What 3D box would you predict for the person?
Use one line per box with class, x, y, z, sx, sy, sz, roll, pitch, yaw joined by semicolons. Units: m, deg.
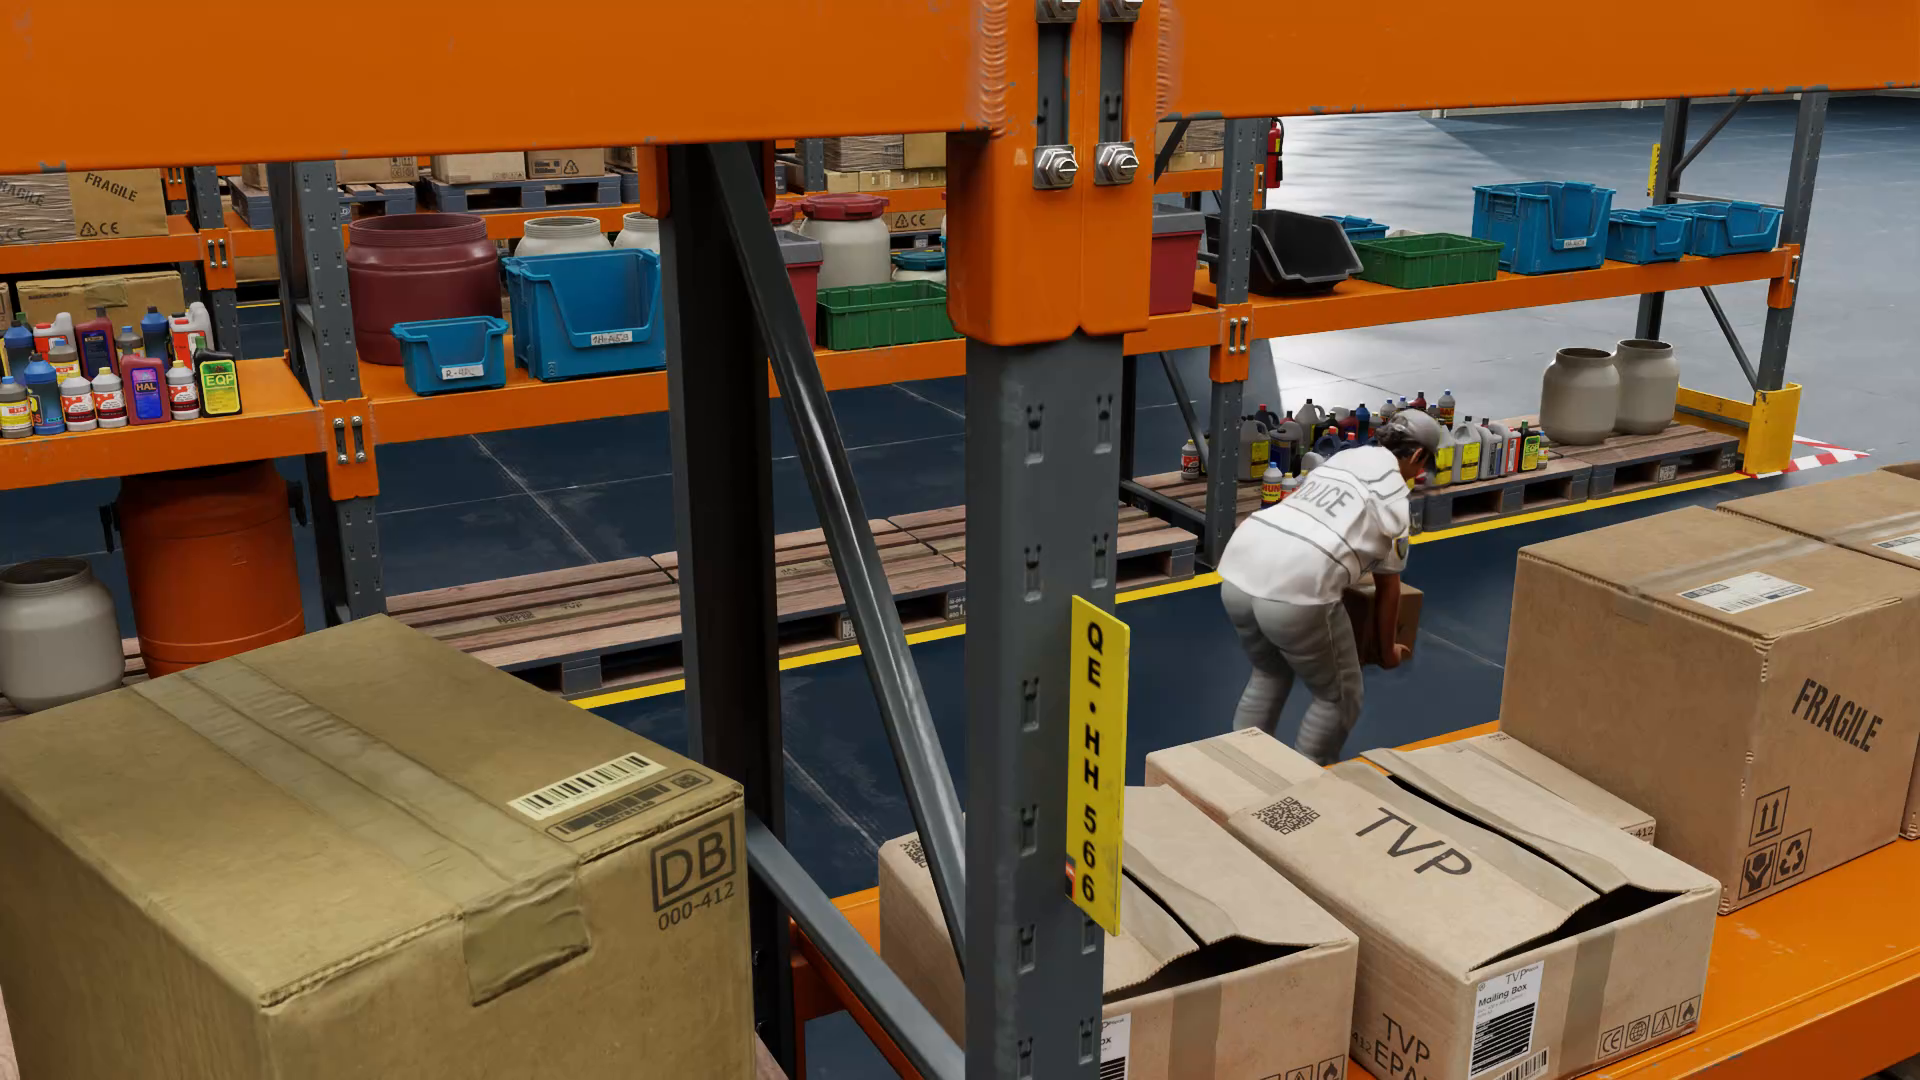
person;1.280;0.264;5.716;0.848;1.390;0.452;-10;21;-28
